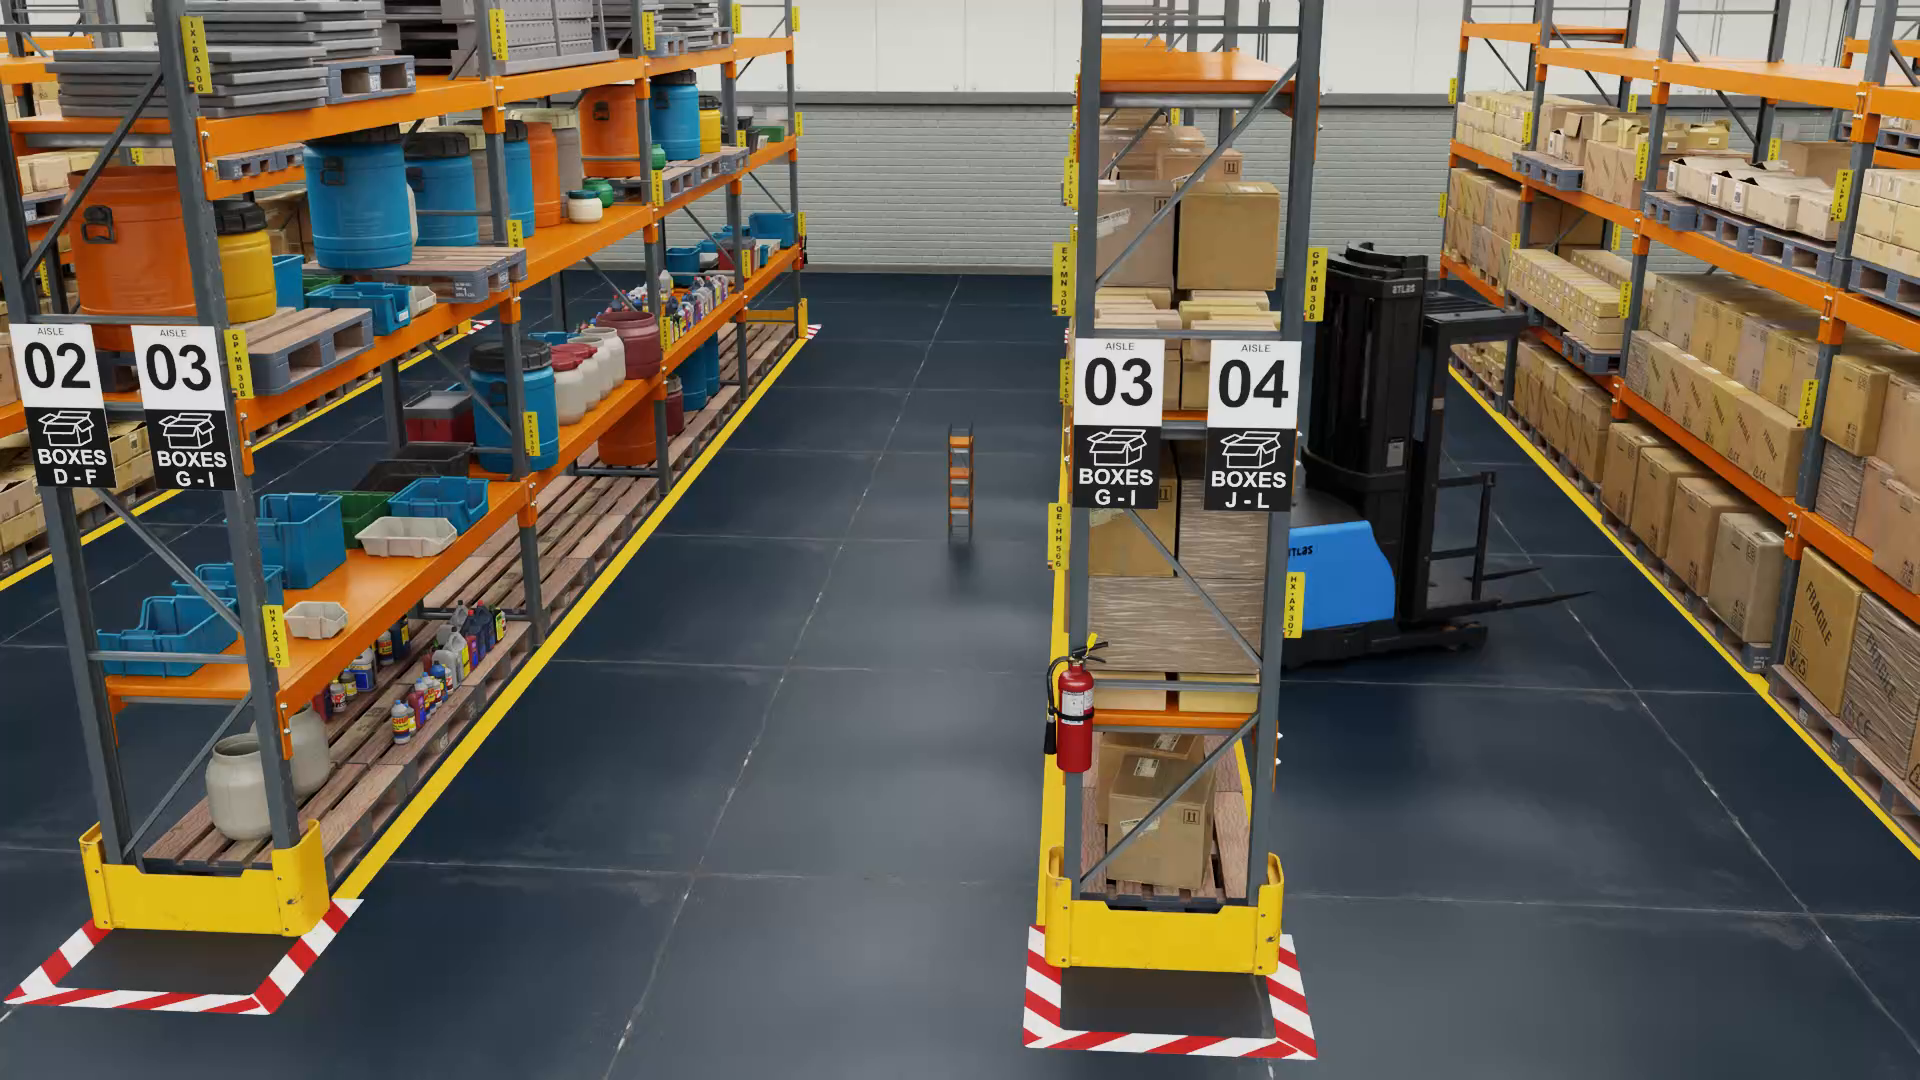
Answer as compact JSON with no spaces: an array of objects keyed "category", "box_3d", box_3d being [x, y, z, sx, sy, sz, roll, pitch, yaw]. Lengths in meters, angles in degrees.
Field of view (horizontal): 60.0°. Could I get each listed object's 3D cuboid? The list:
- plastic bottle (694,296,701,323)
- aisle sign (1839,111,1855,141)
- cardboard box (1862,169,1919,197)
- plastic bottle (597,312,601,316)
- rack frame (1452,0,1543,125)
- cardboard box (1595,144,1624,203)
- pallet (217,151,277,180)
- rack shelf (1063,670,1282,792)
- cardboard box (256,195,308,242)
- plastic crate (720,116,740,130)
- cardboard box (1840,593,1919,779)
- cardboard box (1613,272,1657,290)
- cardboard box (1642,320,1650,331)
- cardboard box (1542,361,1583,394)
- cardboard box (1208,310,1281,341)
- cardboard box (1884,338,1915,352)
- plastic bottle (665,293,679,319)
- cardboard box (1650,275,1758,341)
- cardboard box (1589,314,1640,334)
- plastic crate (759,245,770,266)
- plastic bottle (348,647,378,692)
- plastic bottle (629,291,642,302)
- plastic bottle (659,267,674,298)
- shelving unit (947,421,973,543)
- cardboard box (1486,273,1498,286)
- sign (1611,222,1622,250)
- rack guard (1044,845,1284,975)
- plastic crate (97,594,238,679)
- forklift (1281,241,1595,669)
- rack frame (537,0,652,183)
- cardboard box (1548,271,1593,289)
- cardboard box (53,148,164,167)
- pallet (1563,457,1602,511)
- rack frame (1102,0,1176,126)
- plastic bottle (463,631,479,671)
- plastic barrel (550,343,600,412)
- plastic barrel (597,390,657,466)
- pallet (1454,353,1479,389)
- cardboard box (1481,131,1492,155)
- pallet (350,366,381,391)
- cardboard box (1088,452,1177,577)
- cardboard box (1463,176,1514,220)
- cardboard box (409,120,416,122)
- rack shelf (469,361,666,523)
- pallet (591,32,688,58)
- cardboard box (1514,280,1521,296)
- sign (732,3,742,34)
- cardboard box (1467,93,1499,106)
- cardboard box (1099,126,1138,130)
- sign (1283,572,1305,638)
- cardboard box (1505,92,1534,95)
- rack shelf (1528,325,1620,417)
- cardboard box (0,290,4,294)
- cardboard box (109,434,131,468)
[{"category":"plastic bottle","box_3d":[-2.830,-2.492,17.897,0.061,0.283,0.133,1,18,4]},{"category":"aisle sign","box_3d":[11.763,-5.308,22.131,0.394,0.787,0.004,1,18,4]},{"category":"cardboard box","box_3d":[5.877,-2.223,10.360,0.380,0.149,0.250,1,18,4]},{"category":"plastic bottle","box_3d":[-3.677,-2.193,17.006,0.097,0.271,0.097,0,18,0]},{"category":"rack frame","box_3d":[7.102,-6.974,21.755,1.000,3.000,0.127,1,18,4]},{"category":"cardboard box","box_3d":[6.339,-3.450,15.657,0.500,0.500,0.500,1,18,4]},{"category":"pallet","box_3d":[-8.193,-4.058,17.975,1.213,0.211,1.003,1,18,4]},{"category":"rack shelf","box_3d":[1.159,0.425,9.965,1.077,0.370,4.000,1,18,4]},{"category":"cardboard box","box_3d":[-8.227,-3.931,20.336,0.500,0.500,0.500,1,18,4]},{"category":"plastic crate","box_3d":[-3.162,-5.303,21.573,0.504,0.338,0.767,1,18,4]},{"category":"cardboard box","box_3d":[6.066,0.888,10.134,0.875,0.875,0.875,1,18,4]},{"category":"cardboard box","box_3d":[6.869,-2.626,16.894,0.380,0.149,0.250,1,18,3]},{"category":"cardboard box","box_3d":[6.800,-2.020,16.001,0.380,0.149,0.250,2,18,7]},{"category":"cardboard box","box_3d":[6.422,-1.702,17.434,0.500,0.250,0.500,2,18,6]},{"category":"cardboard box","box_3d":[1.381,-0.998,7.936,0.380,0.149,0.250,2,18,5]},{"category":"cardboard box","box_3d":[11.976,-2.254,20.426,0.875,0.438,0.875,1,18,2]},{"category":"plastic bottle","box_3d":[-3.045,-2.437,17.622,0.144,0.351,0.185,1,18,4]},{"category":"cardboard box","box_3d":[6.487,-2.022,14.510,0.700,0.500,0.500,1,18,4]},{"category":"cardboard box","box_3d":[6.110,-2.024,15.533,0.380,0.149,0.250,2,18,5]},{"category":"plastic crate","box_3d":[-2.669,-3.681,21.513,0.416,0.233,0.300,1,18,4]},{"category":"plastic bottle","box_3d":[-4.004,0.864,11.137,0.152,0.276,0.135,1,18,4]},{"category":"plastic bottle","box_3d":[-3.561,-2.580,18.178,0.152,0.276,0.135,1,18,4]},{"category":"plastic bottle","box_3d":[-3.416,-2.995,19.327,0.144,0.351,0.185,1,18,4]},{"category":"shelving unit","box_3d":[0.004,-0.516,14.810,0.215,1.050,0.252,1,18,4]},{"category":"cardboard box","box_3d":[6.624,-3.184,20.227,0.380,0.149,0.250,1,18,2]},{"category":"sign","box_3d":[7.369,-3.420,18.683,0.100,0.325,0.005,1,18,4]},{"category":"rack guard","box_3d":[1.021,1.868,8.419,1.175,0.500,0.348,1,18,4]},{"category":"plastic crate","box_3d":[-4.188,0.502,8.813,0.499,0.251,0.616,1,18,4]},{"category":"forklift","box_3d":[3.432,-0.724,12.425,3.031,2.935,1.130,-6,19,-19]},{"category":"rack frame","box_3d":[-3.351,-4.742,14.943,1.000,3.000,0.127,1,18,4]},{"category":"cardboard box","box_3d":[6.221,-2.646,16.955,0.380,0.149,0.250,2,18,6]},{"category":"cardboard box","box_3d":[-8.294,-3.612,16.152,0.910,0.500,0.500,1,18,4]},{"category":"pallet","box_3d":[6.586,-0.556,16.281,1.003,0.211,1.213,1,18,4]},{"category":"rack frame","box_3d":[1.876,-5.874,18.397,1.000,3.000,0.127,1,18,4]},{"category":"plastic bottle","box_3d":[-3.381,0.750,11.471,0.061,0.283,0.133,3,18,8]},{"category":"plastic barrel","box_3d":[-3.267,-1.368,14.062,0.433,0.535,0.433,0,18,0]},{"category":"plastic barrel","box_3d":[-3.333,-1.212,16.615,0.600,0.830,0.708,1,18,4]},{"category":"pallet","box_3d":[6.913,-2.145,21.130,1.003,0.211,1.213,1,18,4]},{"category":"cardboard box","box_3d":[6.701,-4.860,20.361,0.500,0.250,0.500,1,18,4]},{"category":"pallet","box_3d":[-7.955,-2.133,21.095,1.003,0.211,1.213,1,18,4]},{"category":"cardboard box","box_3d":[0.808,-0.136,8.278,0.500,0.500,0.500,1,18,4]},{"category":"cardboard box","box_3d":[6.716,-4.336,21.094,0.500,0.500,0.500,1,18,3]},{"category":"cardboard box","box_3d":[-7.536,-5.759,22.301,0.500,0.250,0.500,1,18,4]},{"category":"rack shelf","box_3d":[-3.495,-0.928,14.094,1.077,0.370,4.000,1,18,4]},{"category":"pallet","box_3d":[-3.269,-4.686,15.717,1.213,0.211,1.003,1,18,4]},{"category":"cardboard box","box_3d":[6.314,-2.763,18.266,0.380,0.149,0.250,2,18,5]},{"category":"sign","box_3d":[-2.516,-5.872,18.728,0.100,0.325,0.005,1,18,4]},{"category":"cardboard box","box_3d":[6.723,-5.647,21.321,0.380,0.149,0.250,1,18,4]},{"category":"cardboard box","box_3d":[1.299,-3.351,14.552,0.500,0.500,0.500,1,18,4]},{"category":"sign","box_3d":[1.556,0.305,7.786,0.100,0.325,0.005,1,18,4]},{"category":"cardboard box","box_3d":[7.278,-5.720,21.542,0.380,0.149,0.250,2,18,5]},{"category":"rack shelf","box_3d":[6.672,-1.918,17.114,1.077,0.370,4.000,1,18,4]},{"category":"cardboard box","box_3d":[-12.908,-3.268,22.378,0.380,0.149,0.250,1,18,3]},{"category":"cardboard box","box_3d":[-8.114,-0.833,15.488,0.500,0.311,0.500,1,18,3]}]
